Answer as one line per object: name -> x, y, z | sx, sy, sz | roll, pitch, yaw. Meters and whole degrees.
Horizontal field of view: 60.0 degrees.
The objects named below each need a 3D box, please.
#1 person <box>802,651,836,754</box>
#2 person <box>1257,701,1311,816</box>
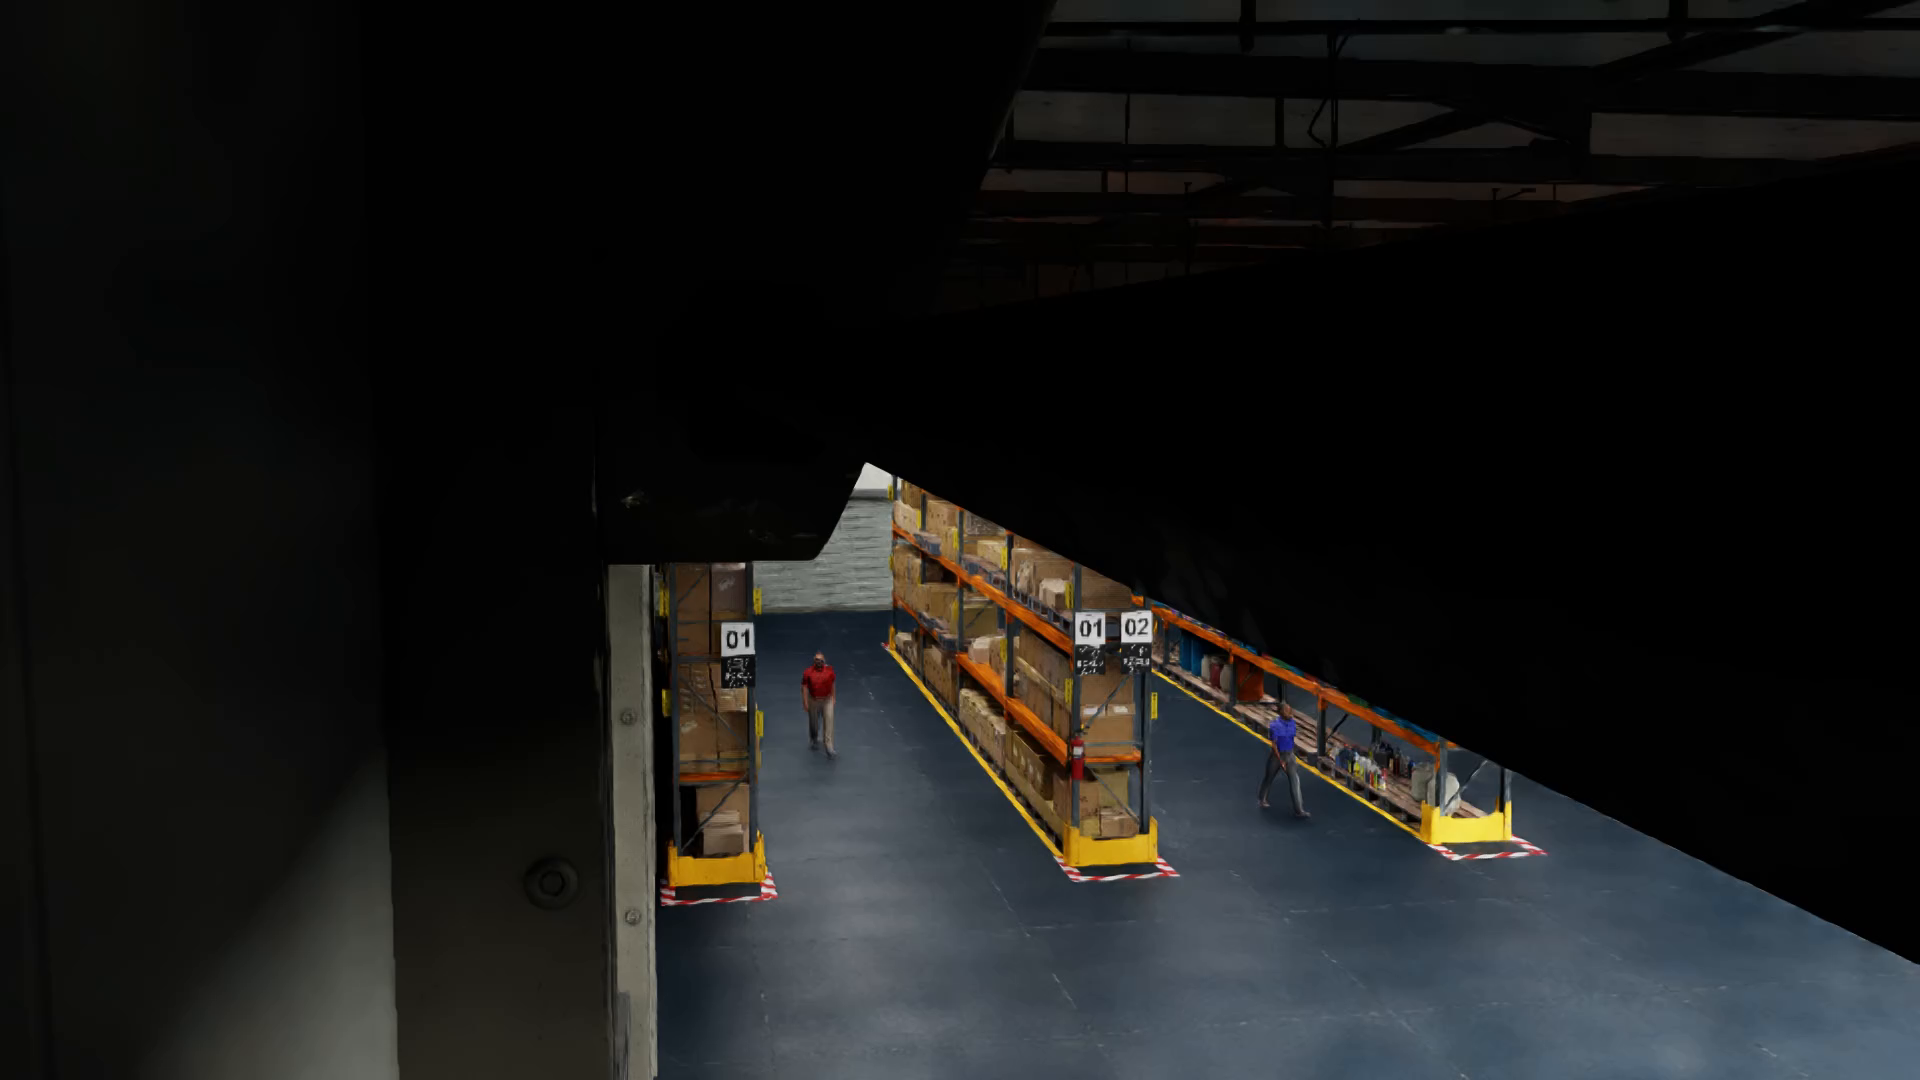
person -> -2.278, 2.594, 26.869 | 0.542, 1.645, 1.126 | -1, 6, -8
person -> 4.494, 3.022, 23.194 | 0.443, 1.587, 0.996 | -2, 7, -18
